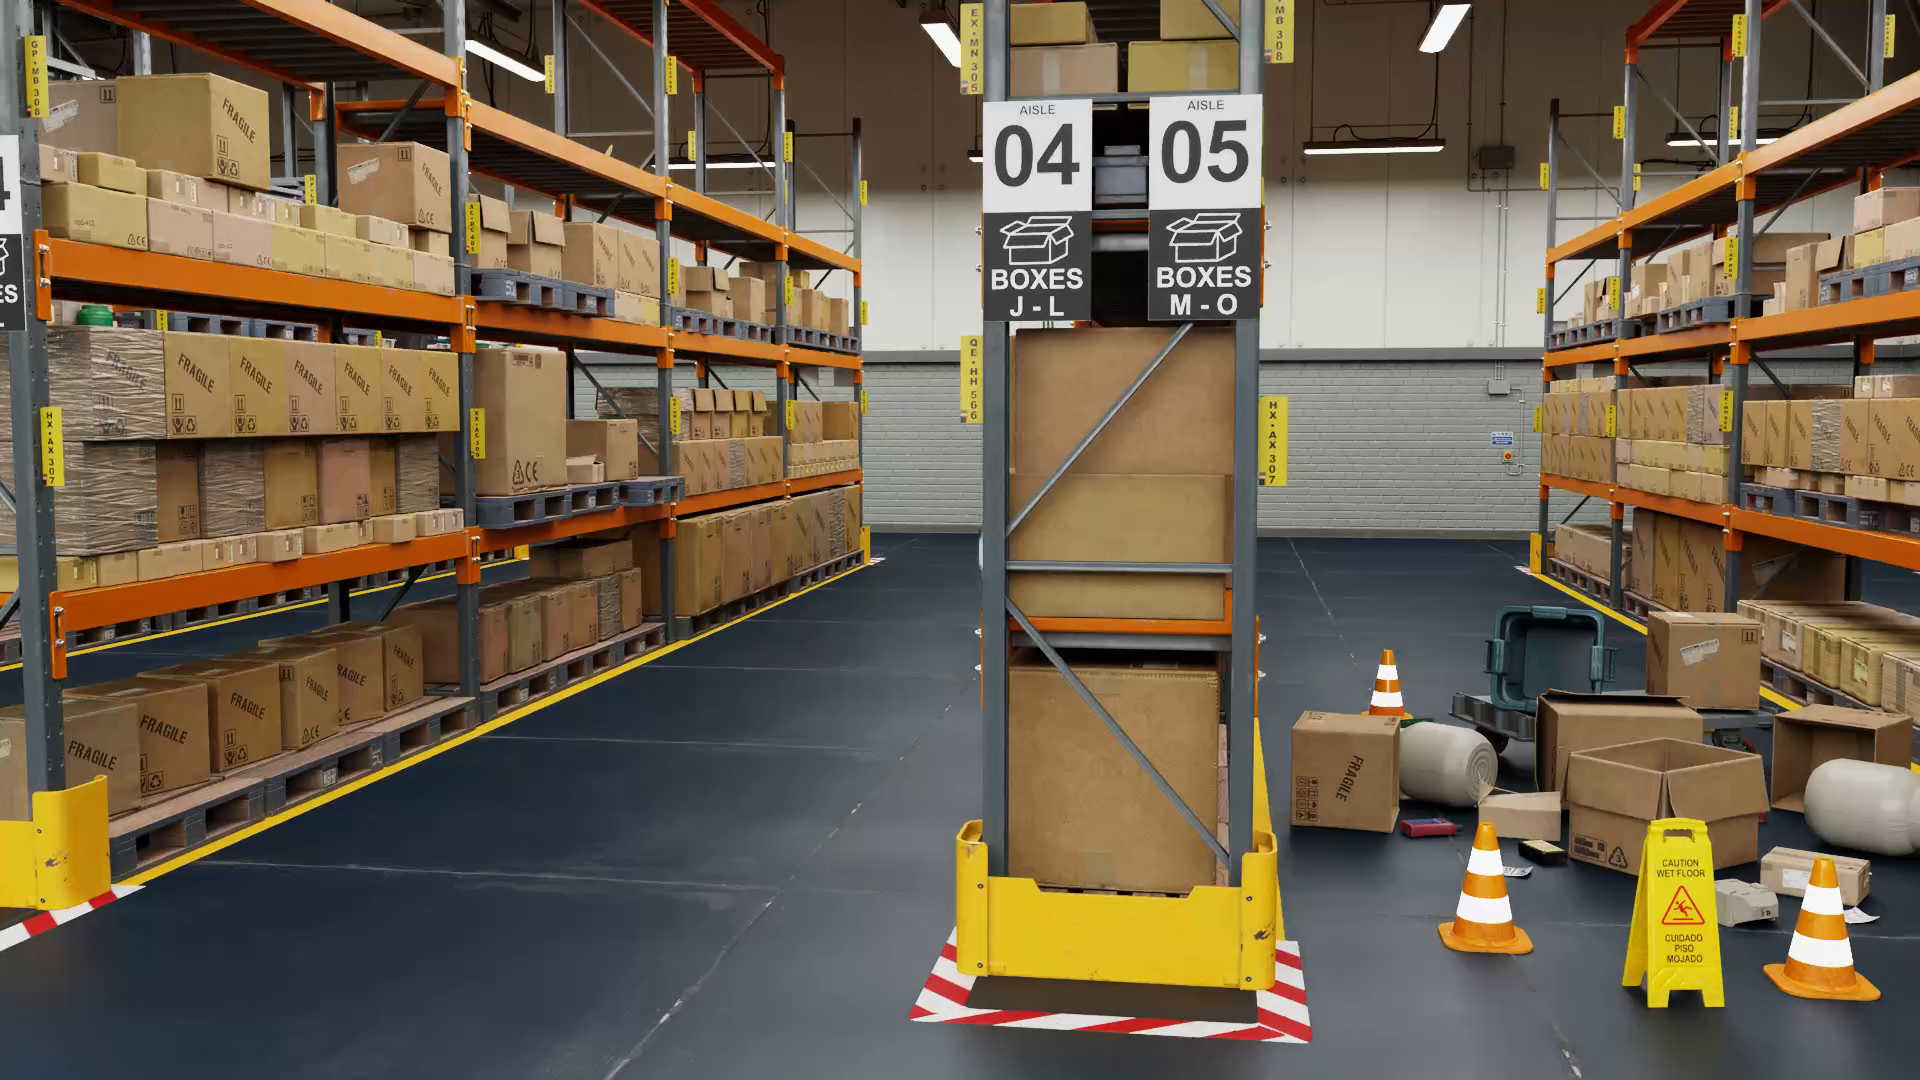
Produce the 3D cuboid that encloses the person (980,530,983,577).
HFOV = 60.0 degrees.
[{"bbox_3d":[0.436,0.334,14.916,0.501,1.186,0.954,0,4,5],"label":"person"}]
